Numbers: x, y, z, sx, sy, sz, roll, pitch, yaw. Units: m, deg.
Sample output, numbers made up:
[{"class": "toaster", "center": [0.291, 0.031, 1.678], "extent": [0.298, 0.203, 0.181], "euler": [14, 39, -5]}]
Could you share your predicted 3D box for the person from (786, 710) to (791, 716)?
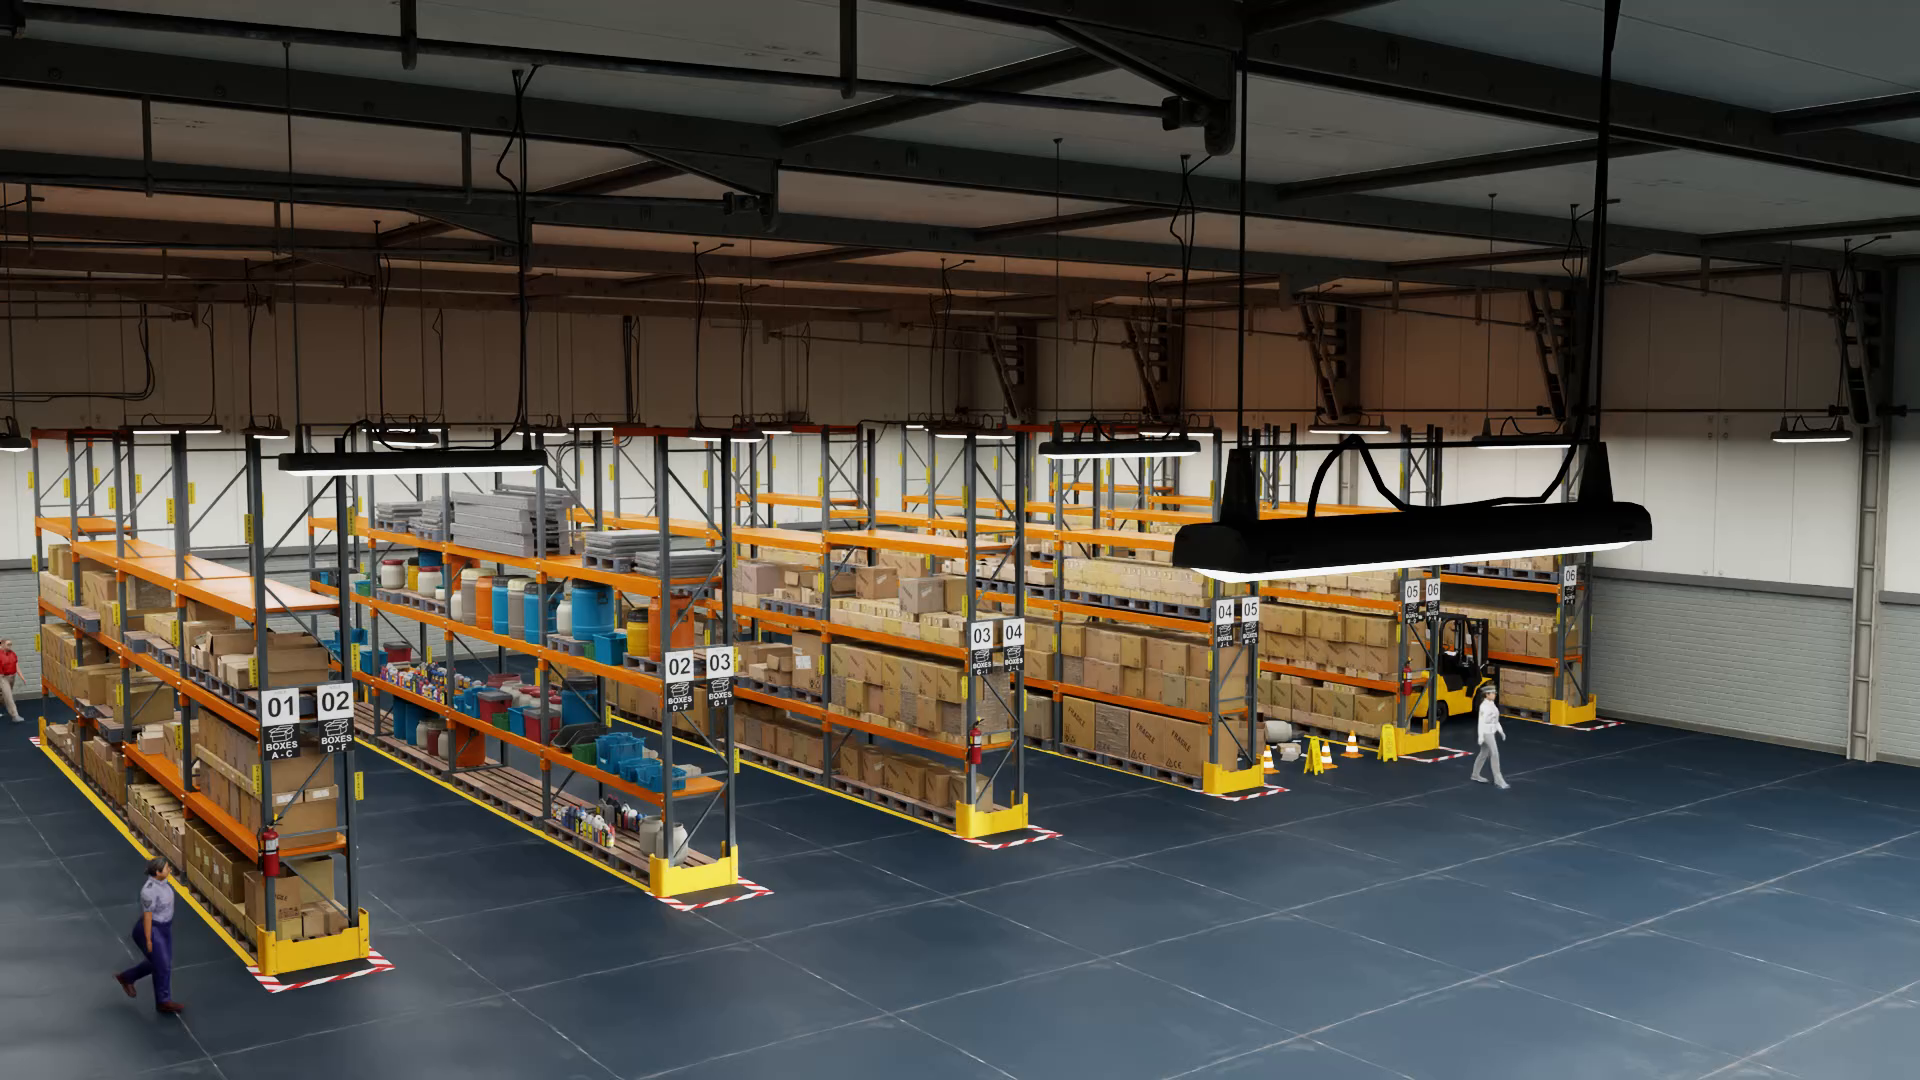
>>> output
[{"class": "person", "center": [-3.647, 2.897, 33.359], "extent": [0.983, 1.604, 0.474], "euler": [4, 6, 44]}]

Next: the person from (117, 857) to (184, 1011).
[{"class": "person", "center": [-8.564, 4.139, 17.550], "extent": [0.787, 1.596, 0.475], "euler": [0, 4, 3]}]

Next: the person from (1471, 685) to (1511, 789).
[{"class": "person", "center": [8.995, 3.300, 28.089], "extent": [0.698, 1.700, 0.499], "euler": [2, 5, 28]}]

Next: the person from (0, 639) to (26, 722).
[{"class": "person", "center": [-19.344, 2.826, 33.733], "extent": [1.124, 1.656, 0.597], "euler": [1, 5, 18]}]
